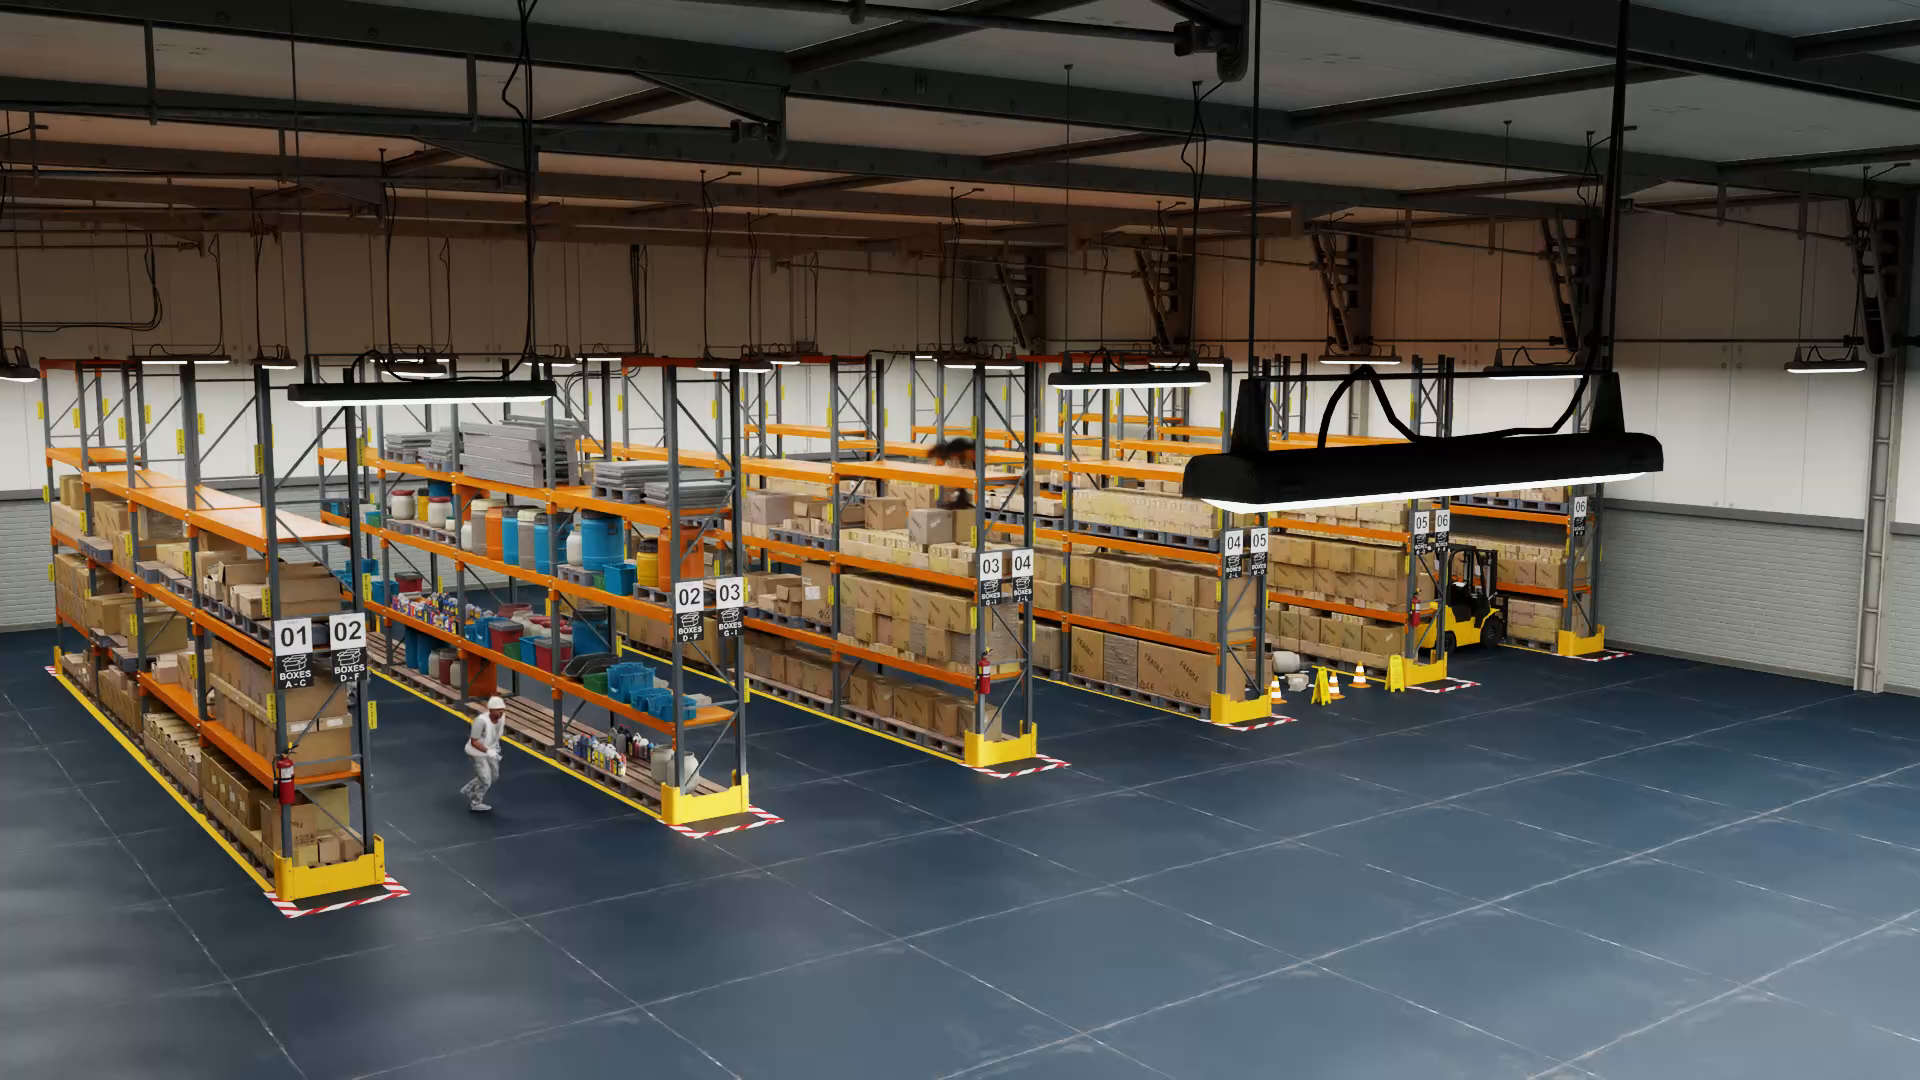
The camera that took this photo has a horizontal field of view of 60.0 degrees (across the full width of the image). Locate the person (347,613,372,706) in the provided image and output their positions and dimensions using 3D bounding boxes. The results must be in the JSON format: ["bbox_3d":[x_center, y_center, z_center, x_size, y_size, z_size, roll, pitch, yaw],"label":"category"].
[{"bbox_3d":[-10.440,2.069,28.677,0.784,1.674,0.690,6,9,43],"label":"person"}]

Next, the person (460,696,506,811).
[{"bbox_3d":[-6.405,2.853,22.308,0.897,1.611,0.656,2,7,20],"label":"person"}]
